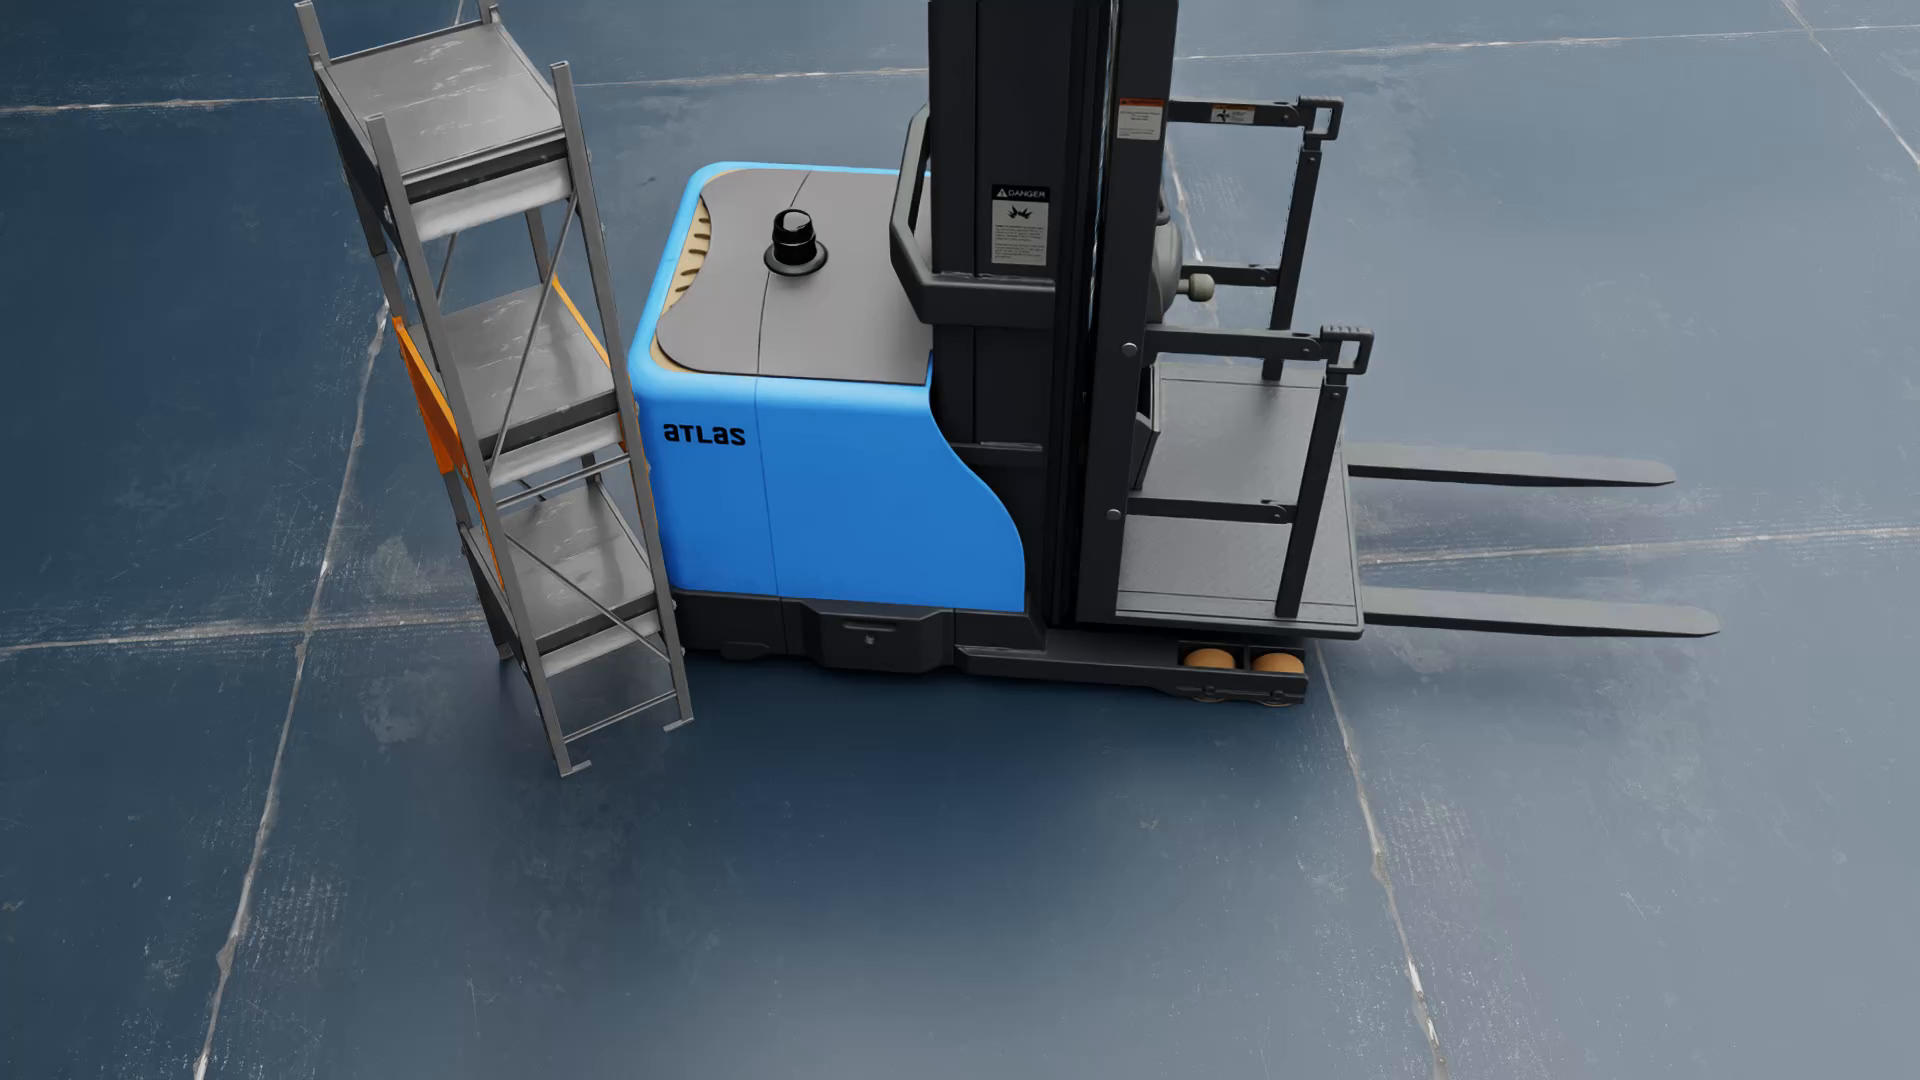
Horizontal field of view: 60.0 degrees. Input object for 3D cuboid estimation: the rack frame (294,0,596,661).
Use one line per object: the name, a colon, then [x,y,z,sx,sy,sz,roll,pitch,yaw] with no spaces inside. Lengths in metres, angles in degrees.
rack frame: [-1.184,-0.441,4.222,0.400,2.100,0.015,-23,51,-20]

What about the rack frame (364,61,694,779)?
rack frame: [-0.937,-0.136,3.932,0.400,2.100,0.015,-23,51,-20]

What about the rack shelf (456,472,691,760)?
rack shelf: [-1.060,0.202,4.595,0.431,0.518,0.480,-23,51,-20]

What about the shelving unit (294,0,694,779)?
shelving unit: [-1.060,-0.289,4.077,0.431,2.100,0.503,-23,51,-20]

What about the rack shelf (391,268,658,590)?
rack shelf: [-1.060,-0.279,4.087,0.431,0.518,0.480,-23,51,-20]

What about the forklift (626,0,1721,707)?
forklift: [0.673,-0.933,4.115,3.031,2.935,1.130,4,47,3]

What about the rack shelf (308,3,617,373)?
rack shelf: [-1.060,-0.761,3.579,0.431,0.518,0.480,-23,51,-20]
